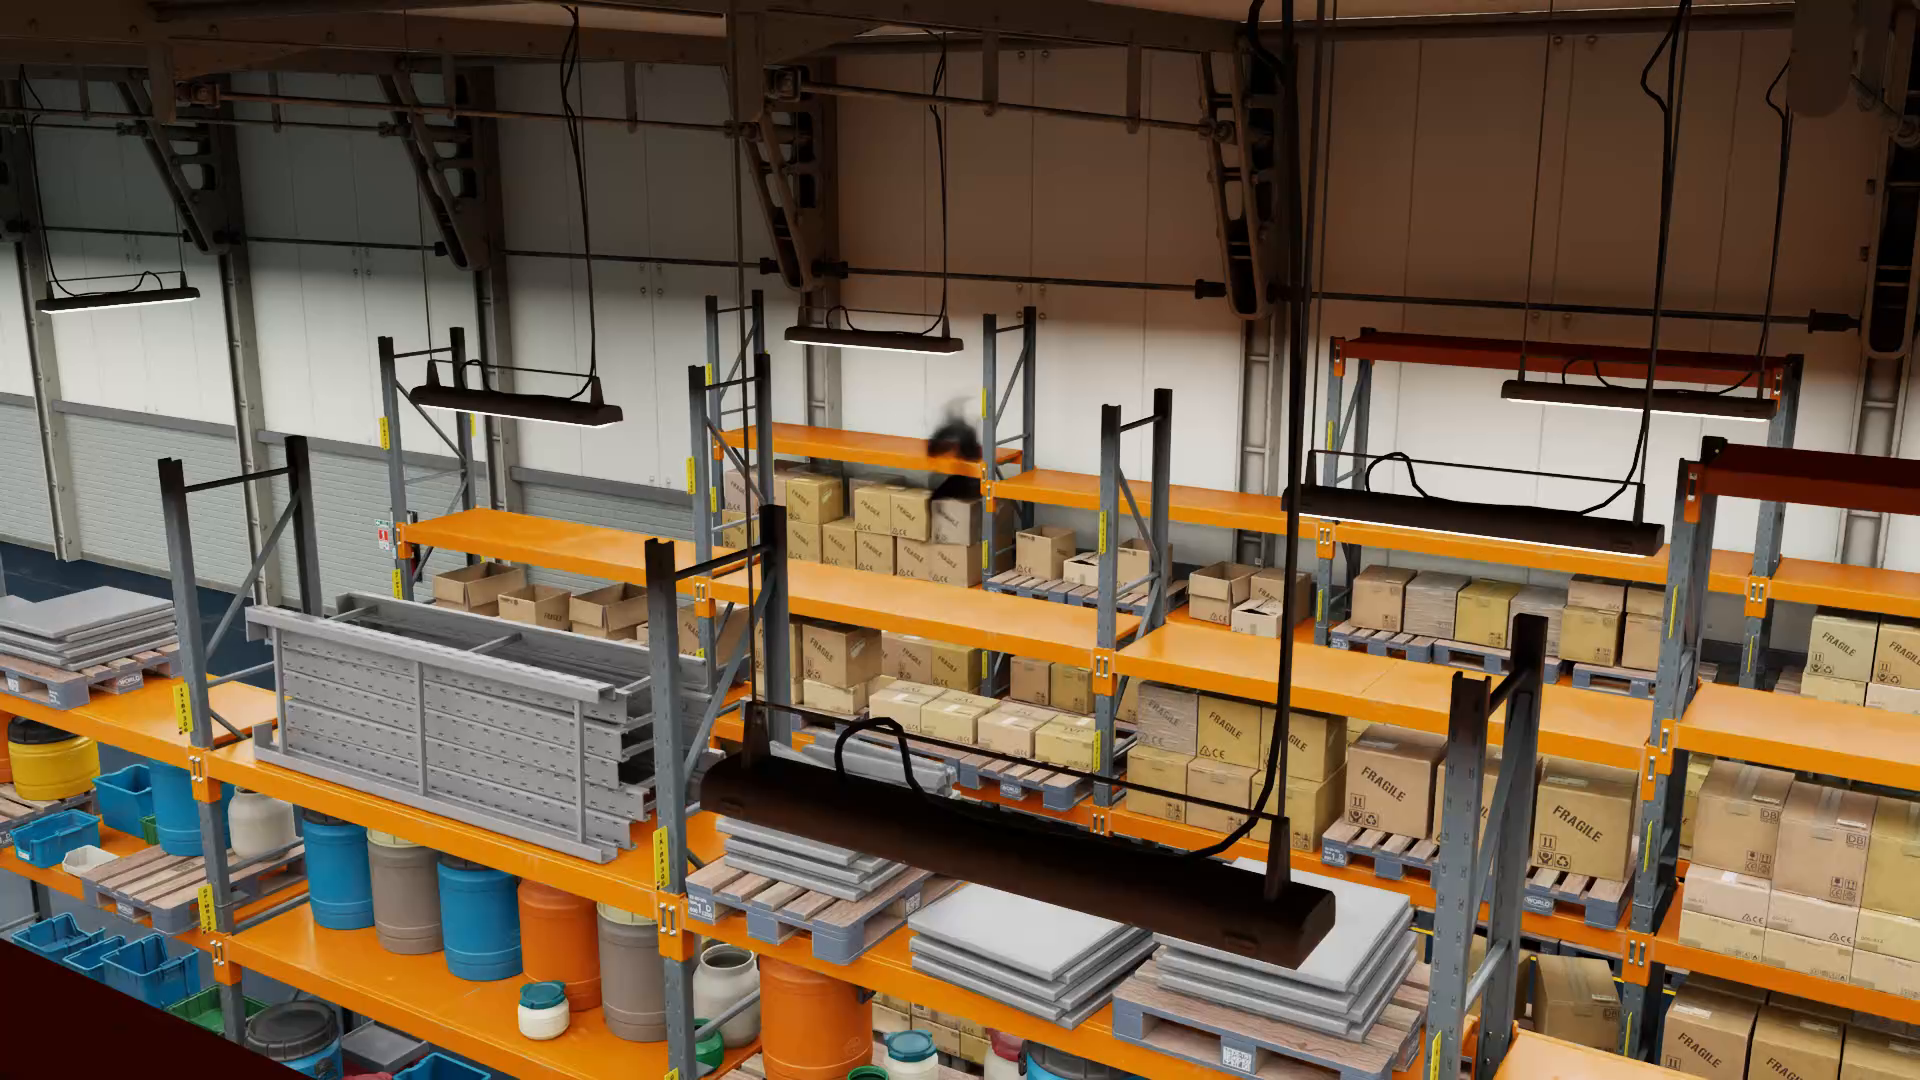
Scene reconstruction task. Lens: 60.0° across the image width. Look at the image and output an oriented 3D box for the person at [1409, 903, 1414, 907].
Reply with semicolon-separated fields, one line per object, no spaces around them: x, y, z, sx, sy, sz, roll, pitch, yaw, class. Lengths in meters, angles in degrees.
3.895;3.626;15.191;0.818;1.706;0.570;5;15;19;person
